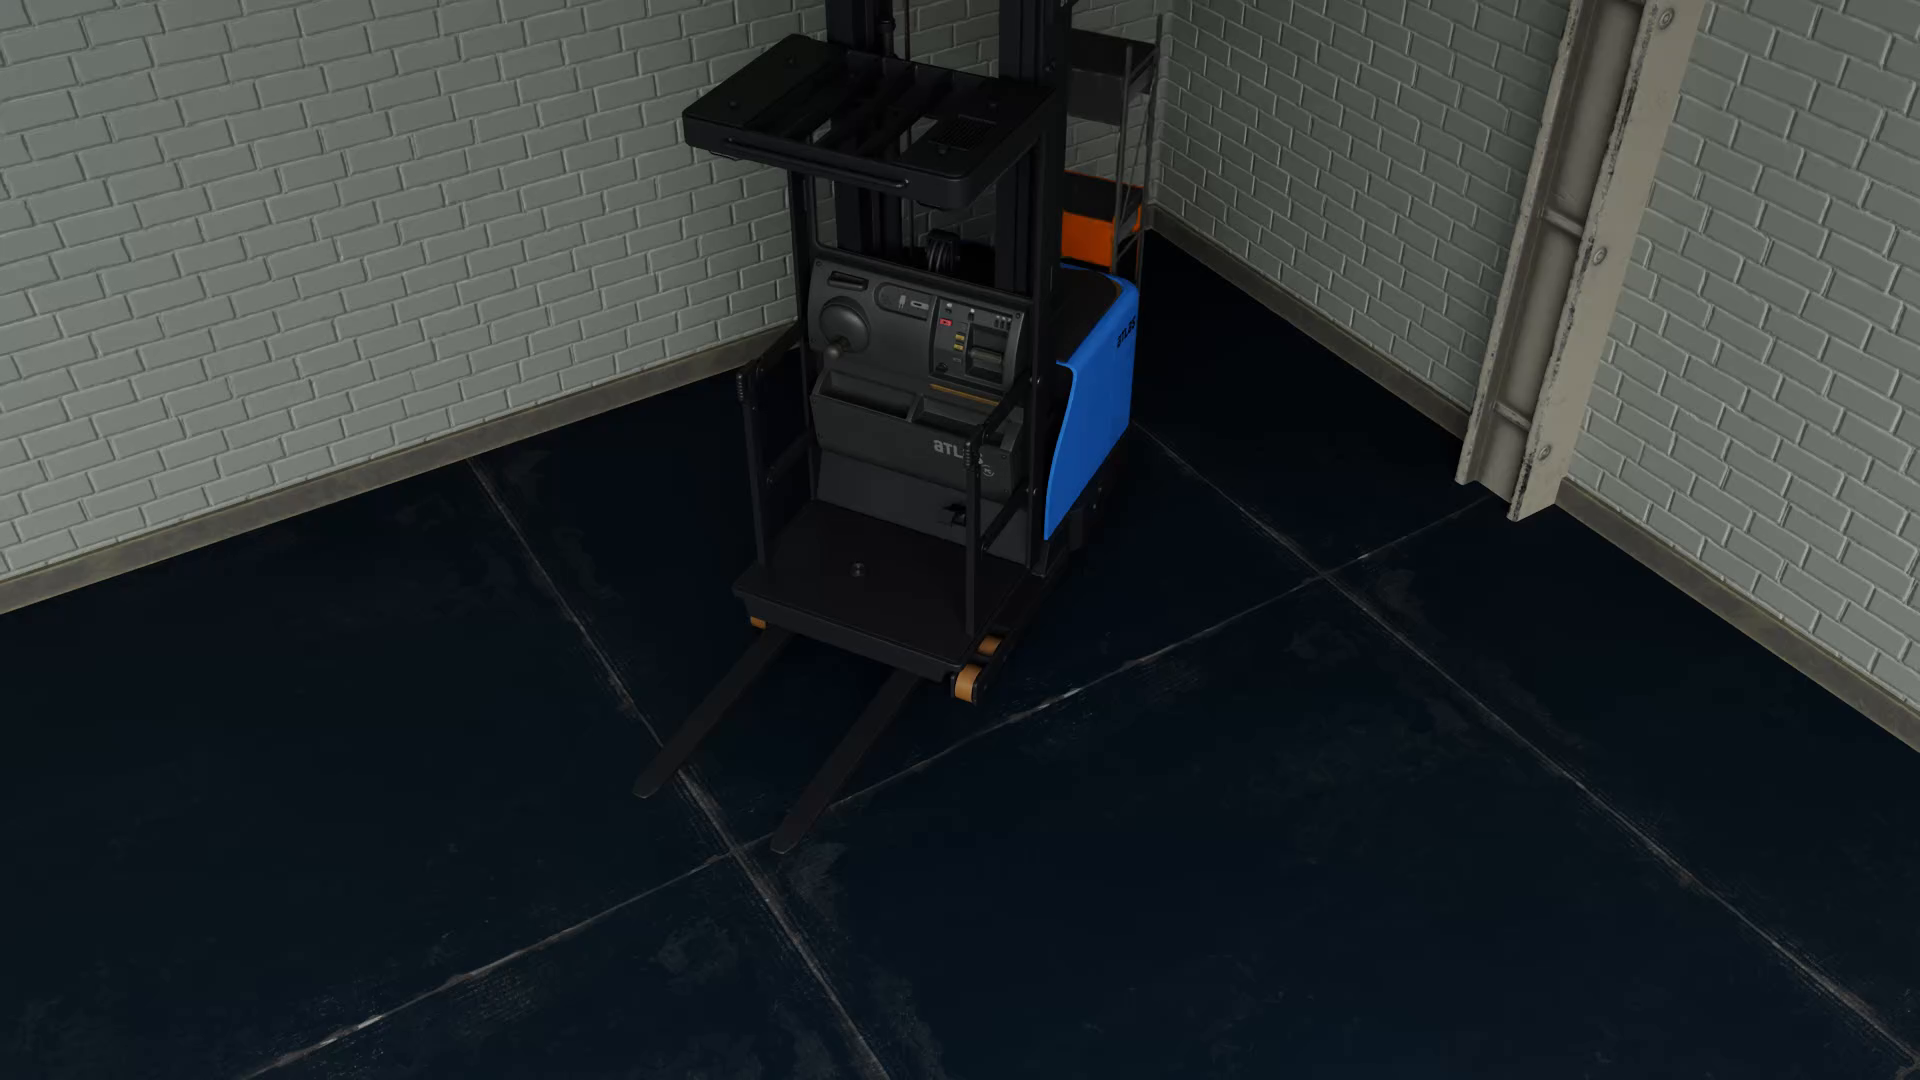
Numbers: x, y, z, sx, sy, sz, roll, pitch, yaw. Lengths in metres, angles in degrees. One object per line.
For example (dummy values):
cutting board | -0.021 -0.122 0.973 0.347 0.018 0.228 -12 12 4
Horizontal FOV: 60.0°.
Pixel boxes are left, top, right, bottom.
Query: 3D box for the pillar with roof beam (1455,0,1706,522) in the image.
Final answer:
pillar with roof beam | -0.968 -2.220 3.445 9.100 9.000 0.400 -22 45 -24

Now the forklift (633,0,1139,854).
forklift | -0.276 -0.769 6.444 1.130 2.935 3.031 18 43 20

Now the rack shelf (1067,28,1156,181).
rack shelf | 0.577 -1.982 7.473 0.480 0.518 0.431 17 42 20

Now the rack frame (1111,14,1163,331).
rack frame | 0.793 -1.382 7.825 0.015 2.100 0.400 17 42 20

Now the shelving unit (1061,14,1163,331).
shelving unit | 0.574 -1.451 7.908 0.503 2.100 0.431 17 42 20

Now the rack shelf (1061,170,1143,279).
rack shelf | 0.574 -1.440 7.916 0.480 0.518 0.431 17 42 20
